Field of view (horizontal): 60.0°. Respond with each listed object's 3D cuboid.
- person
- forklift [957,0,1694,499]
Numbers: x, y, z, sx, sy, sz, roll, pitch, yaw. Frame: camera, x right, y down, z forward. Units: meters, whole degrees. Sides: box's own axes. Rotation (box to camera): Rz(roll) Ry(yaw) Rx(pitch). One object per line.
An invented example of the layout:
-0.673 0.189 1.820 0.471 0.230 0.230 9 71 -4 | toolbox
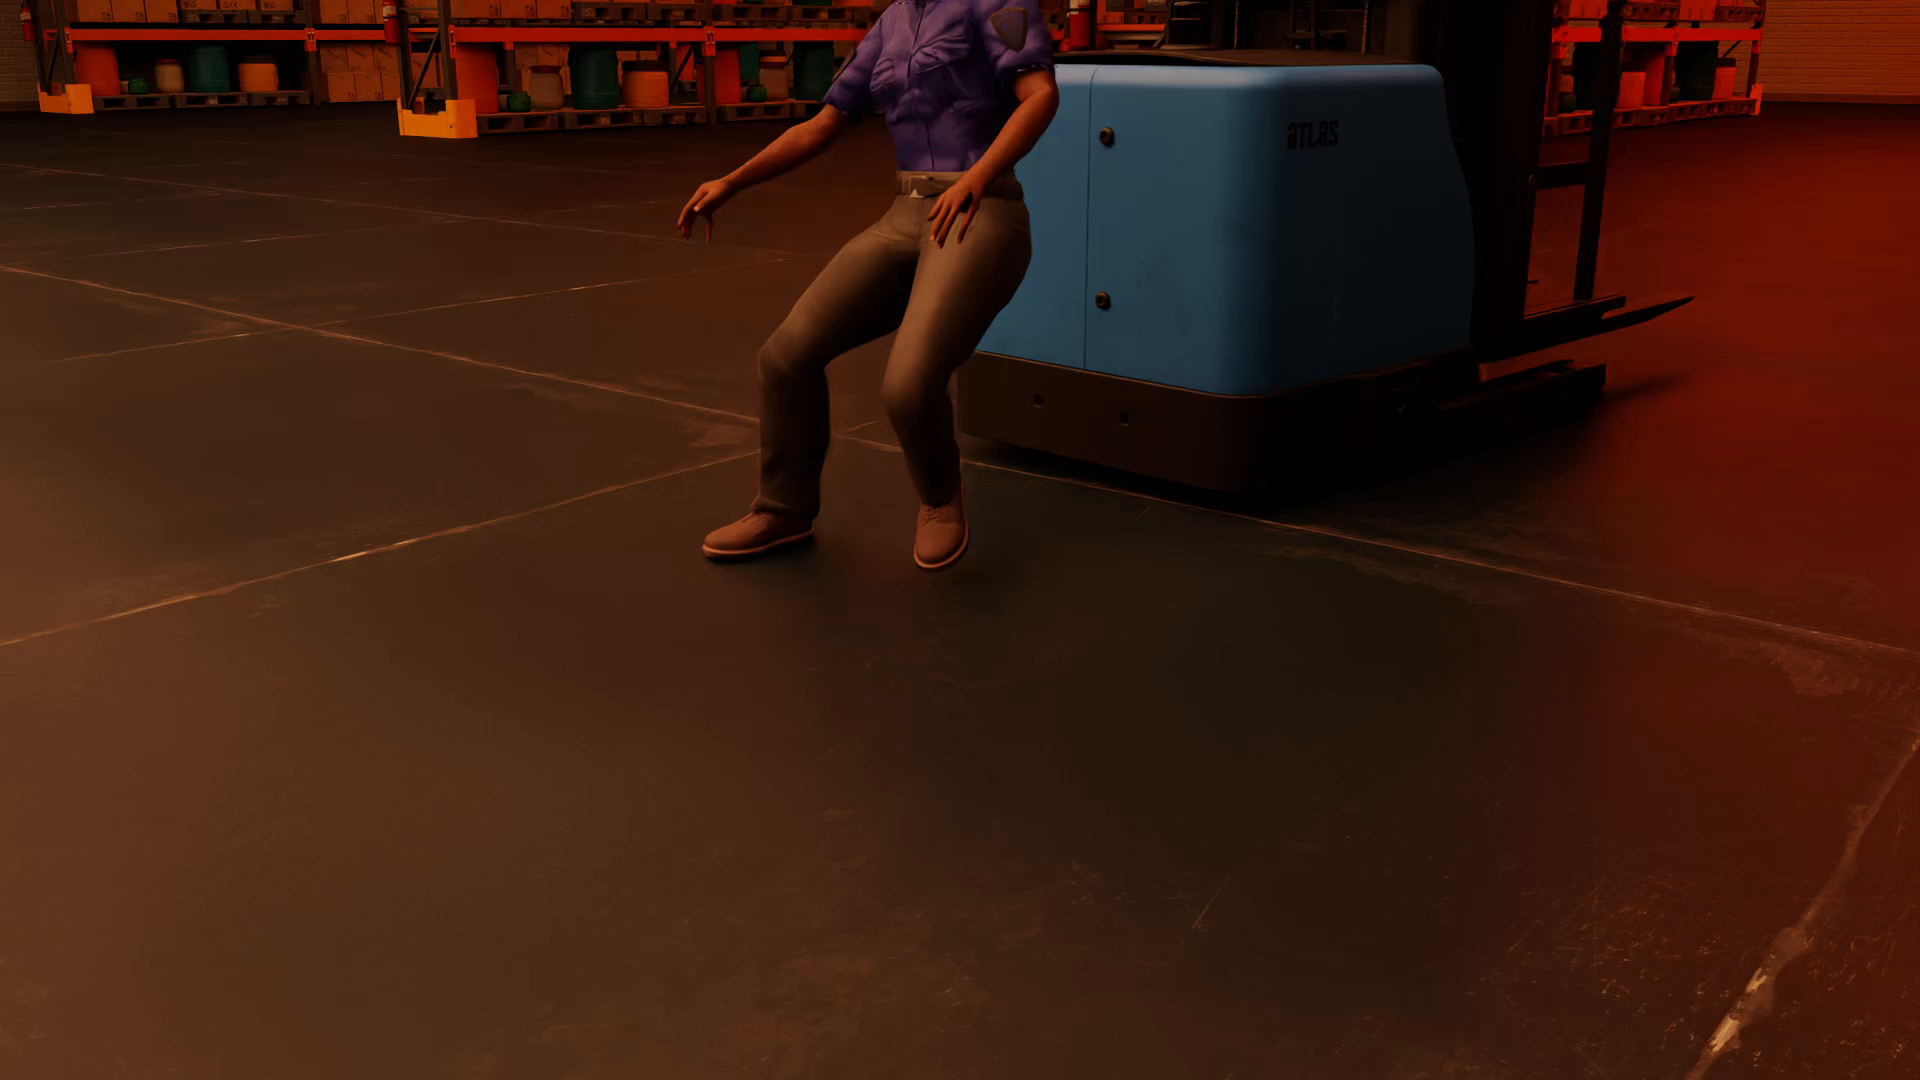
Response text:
-0.174 -0.654 3.485 0.627 1.510 0.768 -14 22 -39 | person
1.396 -1.852 4.995 3.031 2.935 1.130 -16 23 -42 | forklift
